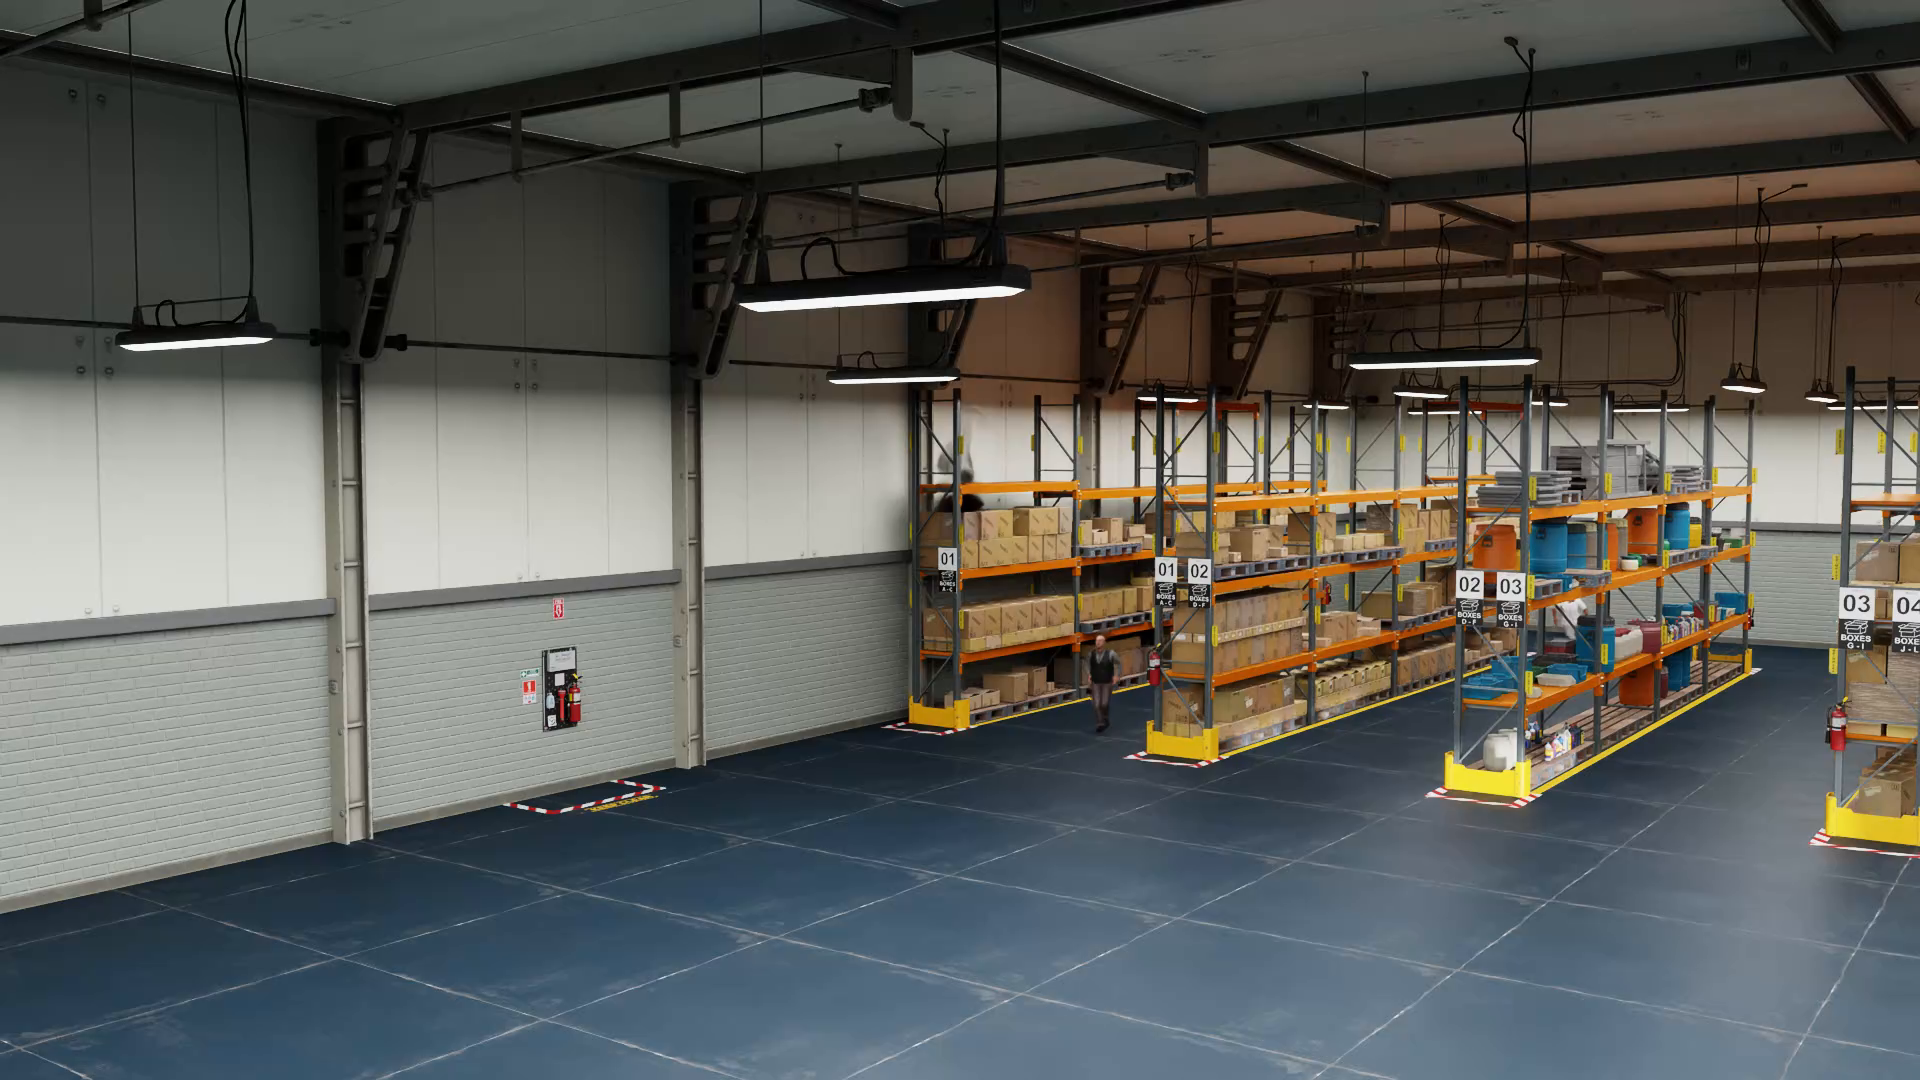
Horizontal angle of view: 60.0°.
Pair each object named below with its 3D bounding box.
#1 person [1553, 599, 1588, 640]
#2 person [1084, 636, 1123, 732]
[{"bbox_3d":[14.032,1.950,38.187,0.758,1.772,0.887,1,3,12],"label":"person"},{"bbox_3d":[2.462,2.514,28.980,0.671,1.679,0.512,1,3,18],"label":"person"}]
